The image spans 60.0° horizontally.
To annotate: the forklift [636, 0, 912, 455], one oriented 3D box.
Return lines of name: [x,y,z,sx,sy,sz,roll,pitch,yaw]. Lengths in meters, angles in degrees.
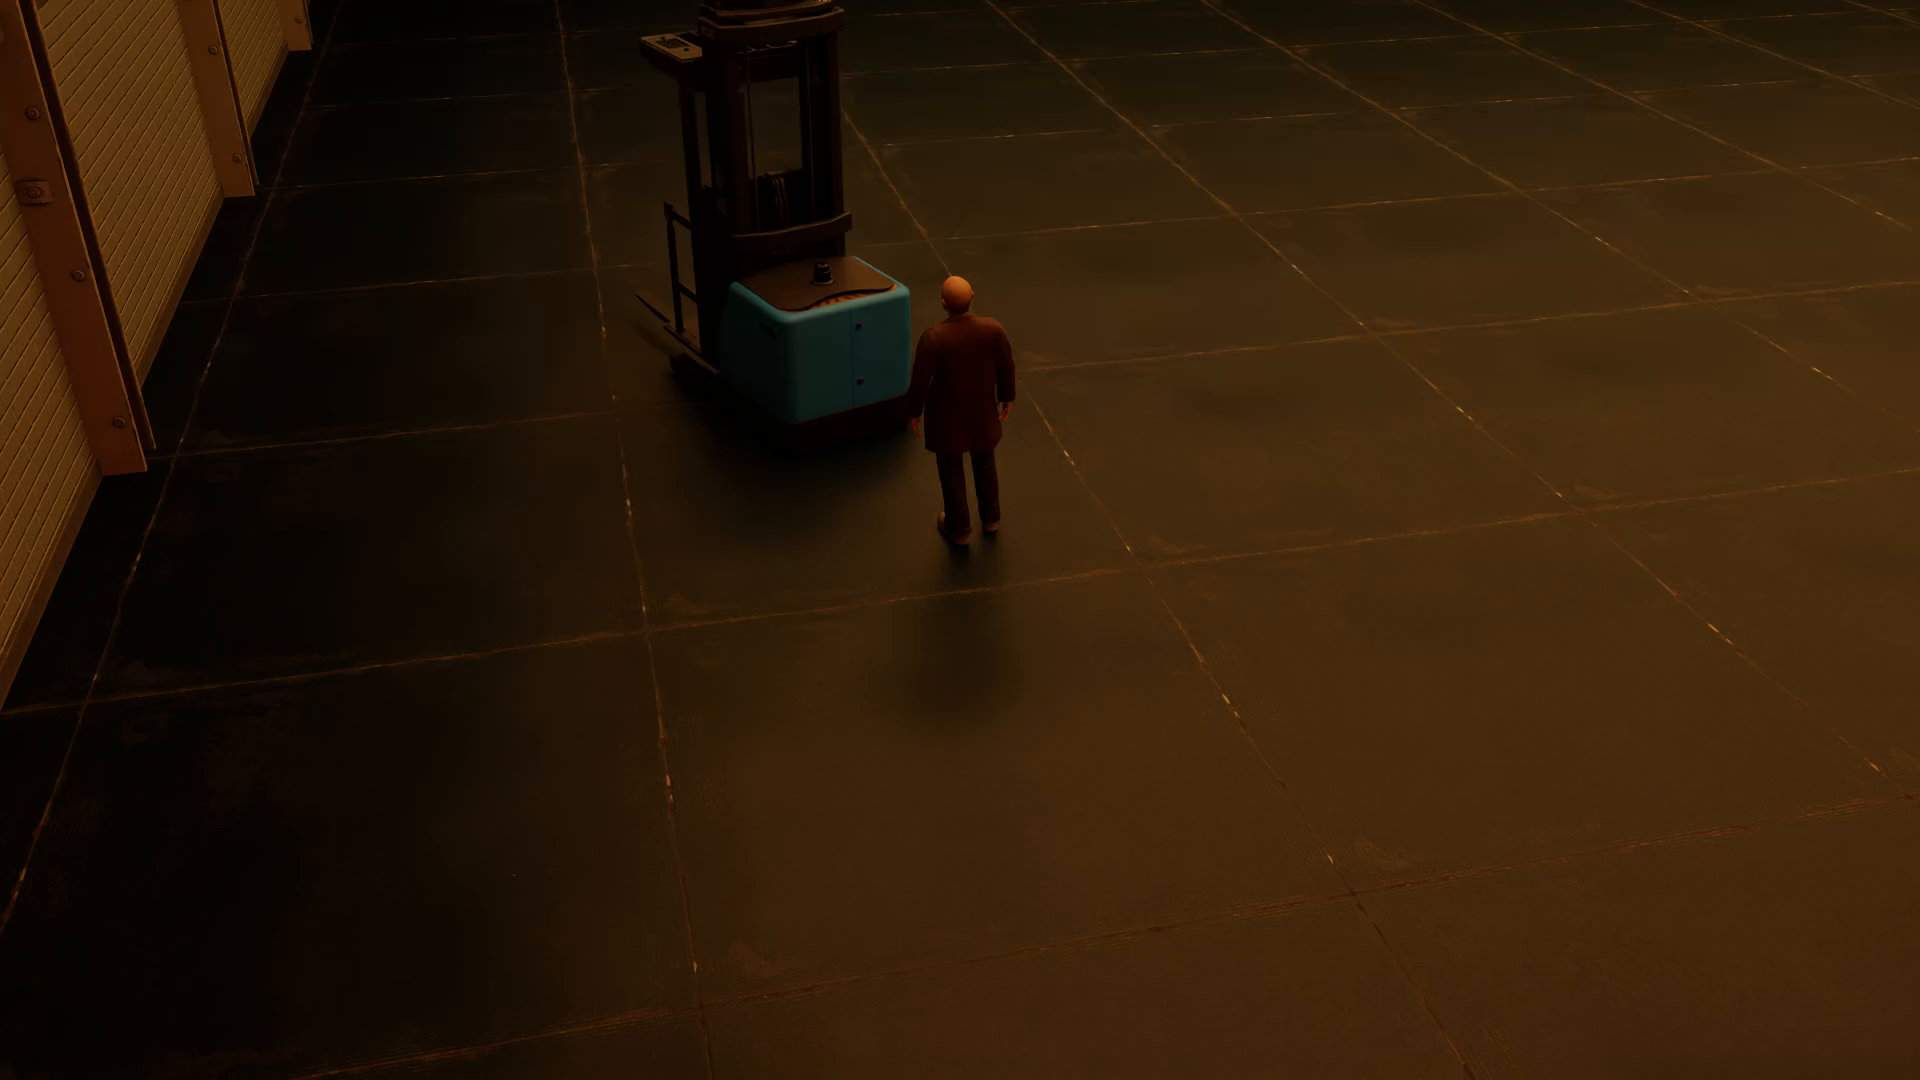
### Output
forklift: [-1.543,-2.545,11.970,1.130,2.935,3.031,-18,35,-28]

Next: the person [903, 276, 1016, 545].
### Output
person: [-0.016,-0.820,10.128,0.694,1.776,0.582,-7,31,-12]
